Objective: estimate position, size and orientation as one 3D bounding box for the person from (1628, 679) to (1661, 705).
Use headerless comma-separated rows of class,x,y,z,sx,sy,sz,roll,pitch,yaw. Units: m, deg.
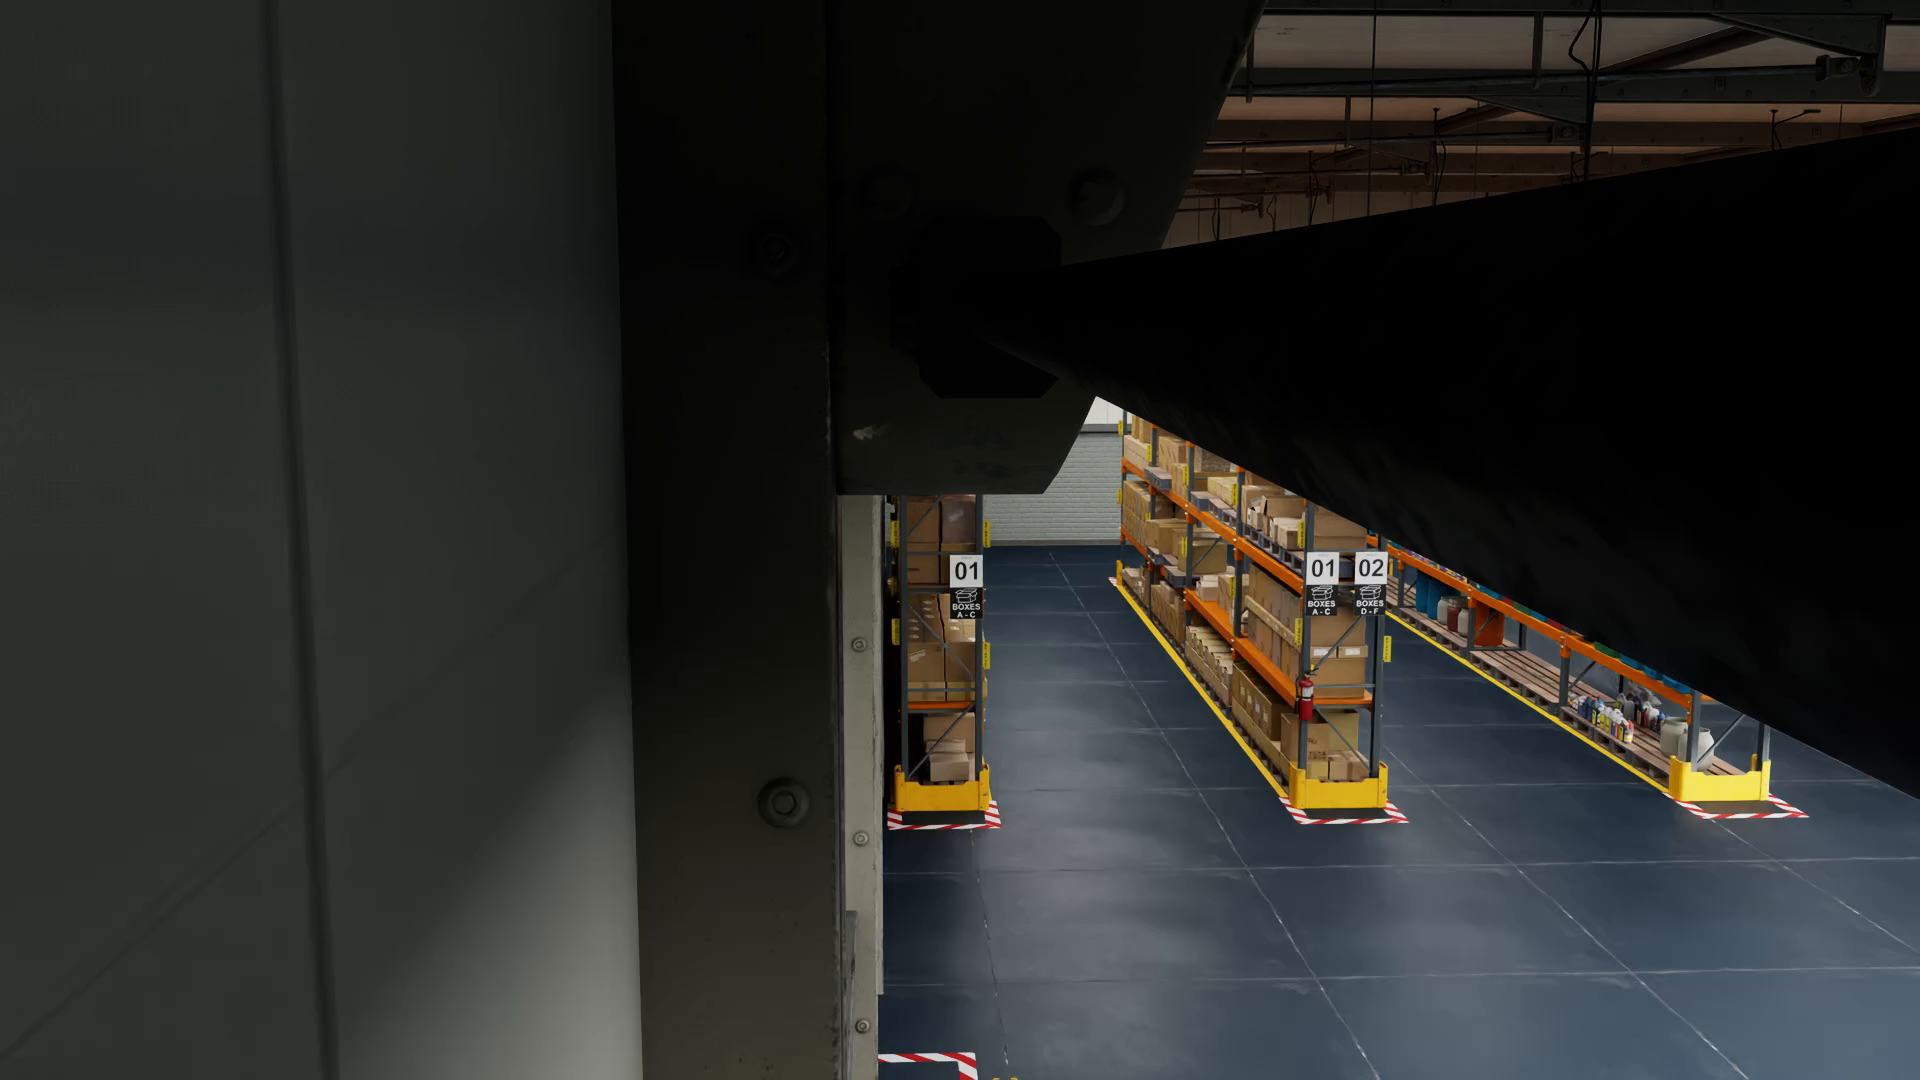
person,10.786,1.633,25.964,0.529,1.698,1.047,-2,9,-15
